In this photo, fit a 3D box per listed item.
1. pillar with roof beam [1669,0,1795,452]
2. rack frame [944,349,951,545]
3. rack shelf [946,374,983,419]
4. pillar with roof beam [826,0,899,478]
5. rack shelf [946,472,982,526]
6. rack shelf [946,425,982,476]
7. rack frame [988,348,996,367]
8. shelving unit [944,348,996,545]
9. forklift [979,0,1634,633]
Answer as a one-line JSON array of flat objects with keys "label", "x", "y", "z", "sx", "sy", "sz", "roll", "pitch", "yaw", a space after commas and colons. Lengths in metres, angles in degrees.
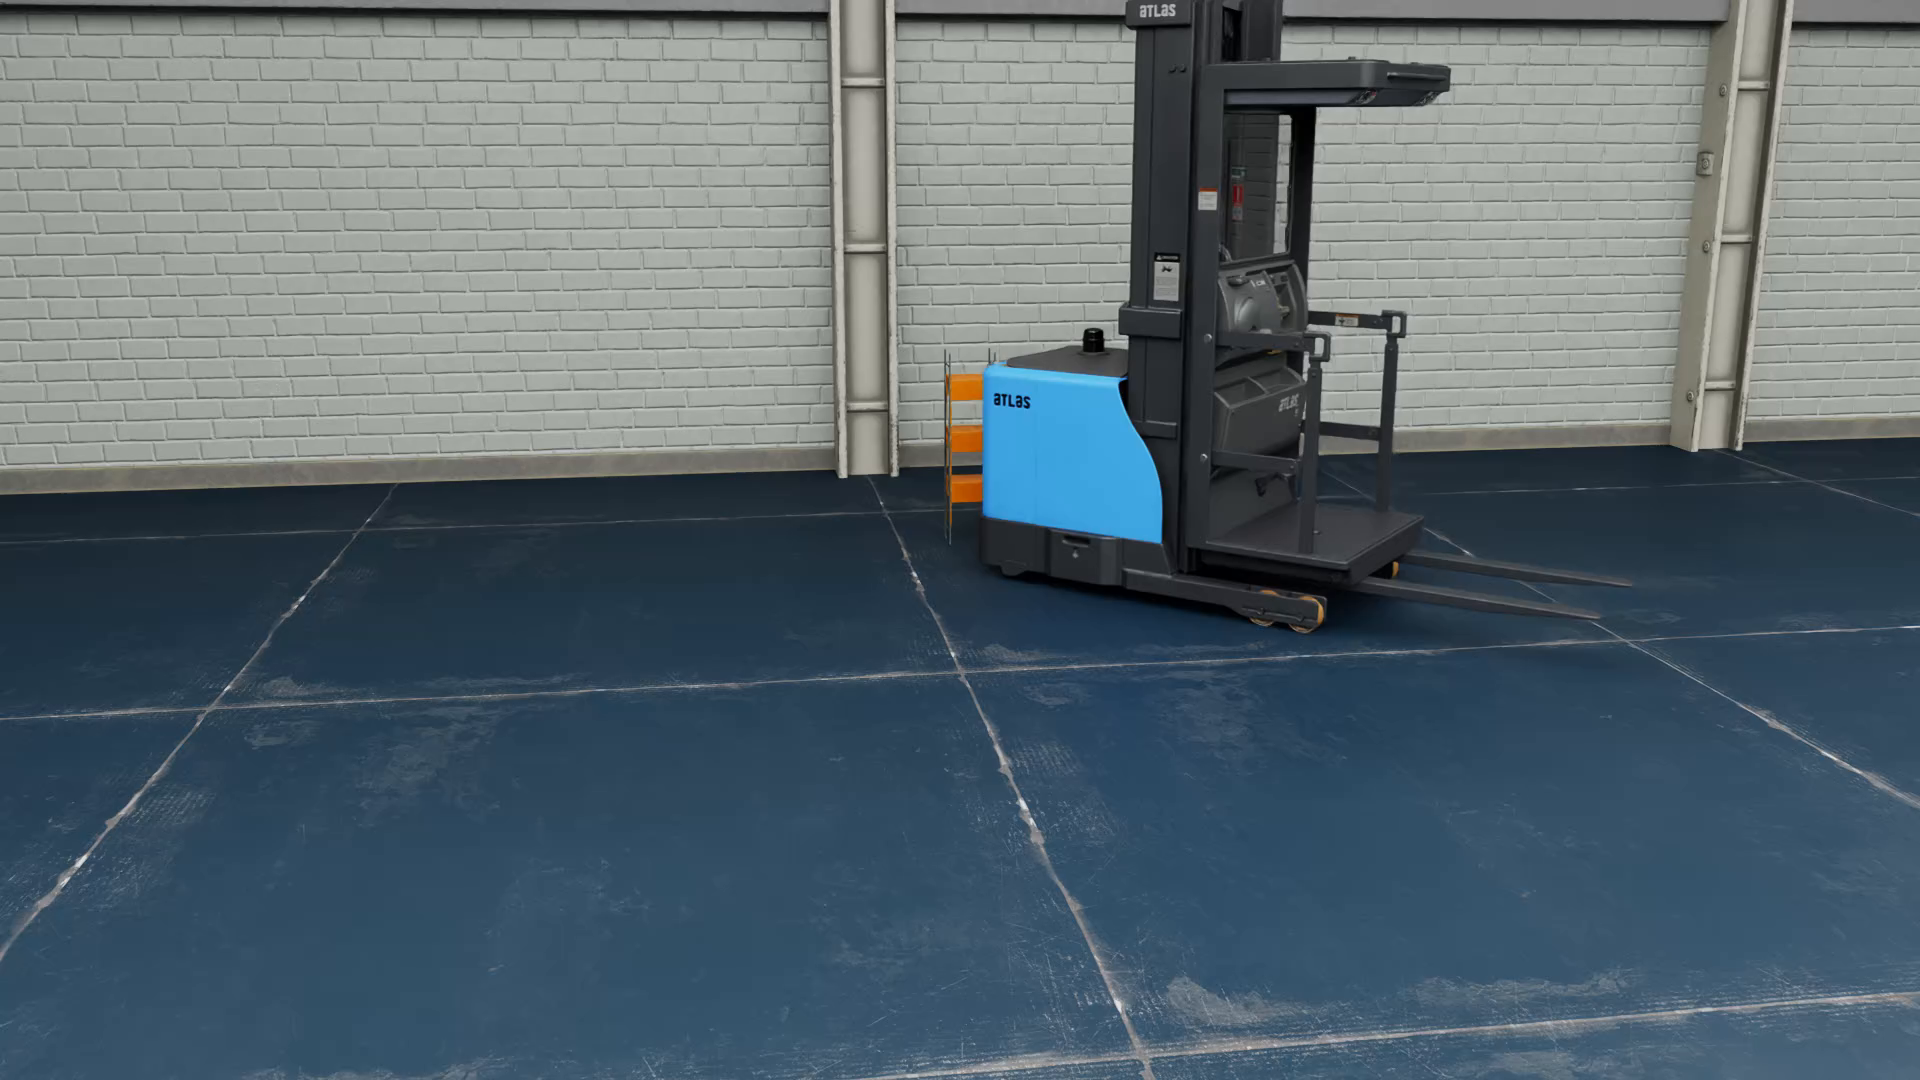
[{"label": "pillar with roof beam", "x": 5.957, "y": -3.995, "z": 6.653, "sx": 0.400, "sy": 9.000, "sz": 9.100, "roll": -2, "pitch": 14, "yaw": -8}, {"label": "rack frame", "x": -0.068, "y": -0.507, "z": 9.084, "sx": 0.008, "sy": 1.050, "sz": 0.200, "roll": -2, "pitch": 14, "yaw": -8}, {"label": "rack shelf", "x": 0.053, "y": -0.776, "z": 9.035, "sx": 0.240, "sy": 0.259, "sz": 0.215, "roll": -2, "pitch": 14, "yaw": -8}, {"label": "pillar with roof beam", "x": 0.024, "y": -3.778, "z": 5.786, "sx": 0.400, "sy": 9.000, "sz": 9.100, "roll": -2, "pitch": 14, "yaw": -8}, {"label": "rack shelf", "x": 0.053, "y": -0.231, "z": 9.172, "sx": 0.240, "sy": 0.259, "sz": 0.215, "roll": -2, "pitch": 14, "yaw": -8}, {"label": "rack shelf", "x": 0.053, "y": -0.501, "z": 9.104, "sx": 0.240, "sy": 0.259, "sz": 0.215, "roll": -2, "pitch": 14, "yaw": -8}, {"label": "rack frame", "x": 0.174, "y": -0.516, "z": 9.119, "sx": 0.008, "sy": 1.050, "sz": 0.200, "roll": -2, "pitch": 14, "yaw": -8}, {"label": "shelving unit", "x": 0.053, "y": -0.511, "z": 9.102, "sx": 0.252, "sy": 1.050, "sz": 0.215, "roll": -2, "pitch": 14, "yaw": -8}, {"label": "forklift", "x": 1.609, "y": -1.146, "z": 7.768, "sx": 3.031, "sy": 2.935, "sz": 1.130, "roll": 9, "pitch": 17, "yaw": 32}]
